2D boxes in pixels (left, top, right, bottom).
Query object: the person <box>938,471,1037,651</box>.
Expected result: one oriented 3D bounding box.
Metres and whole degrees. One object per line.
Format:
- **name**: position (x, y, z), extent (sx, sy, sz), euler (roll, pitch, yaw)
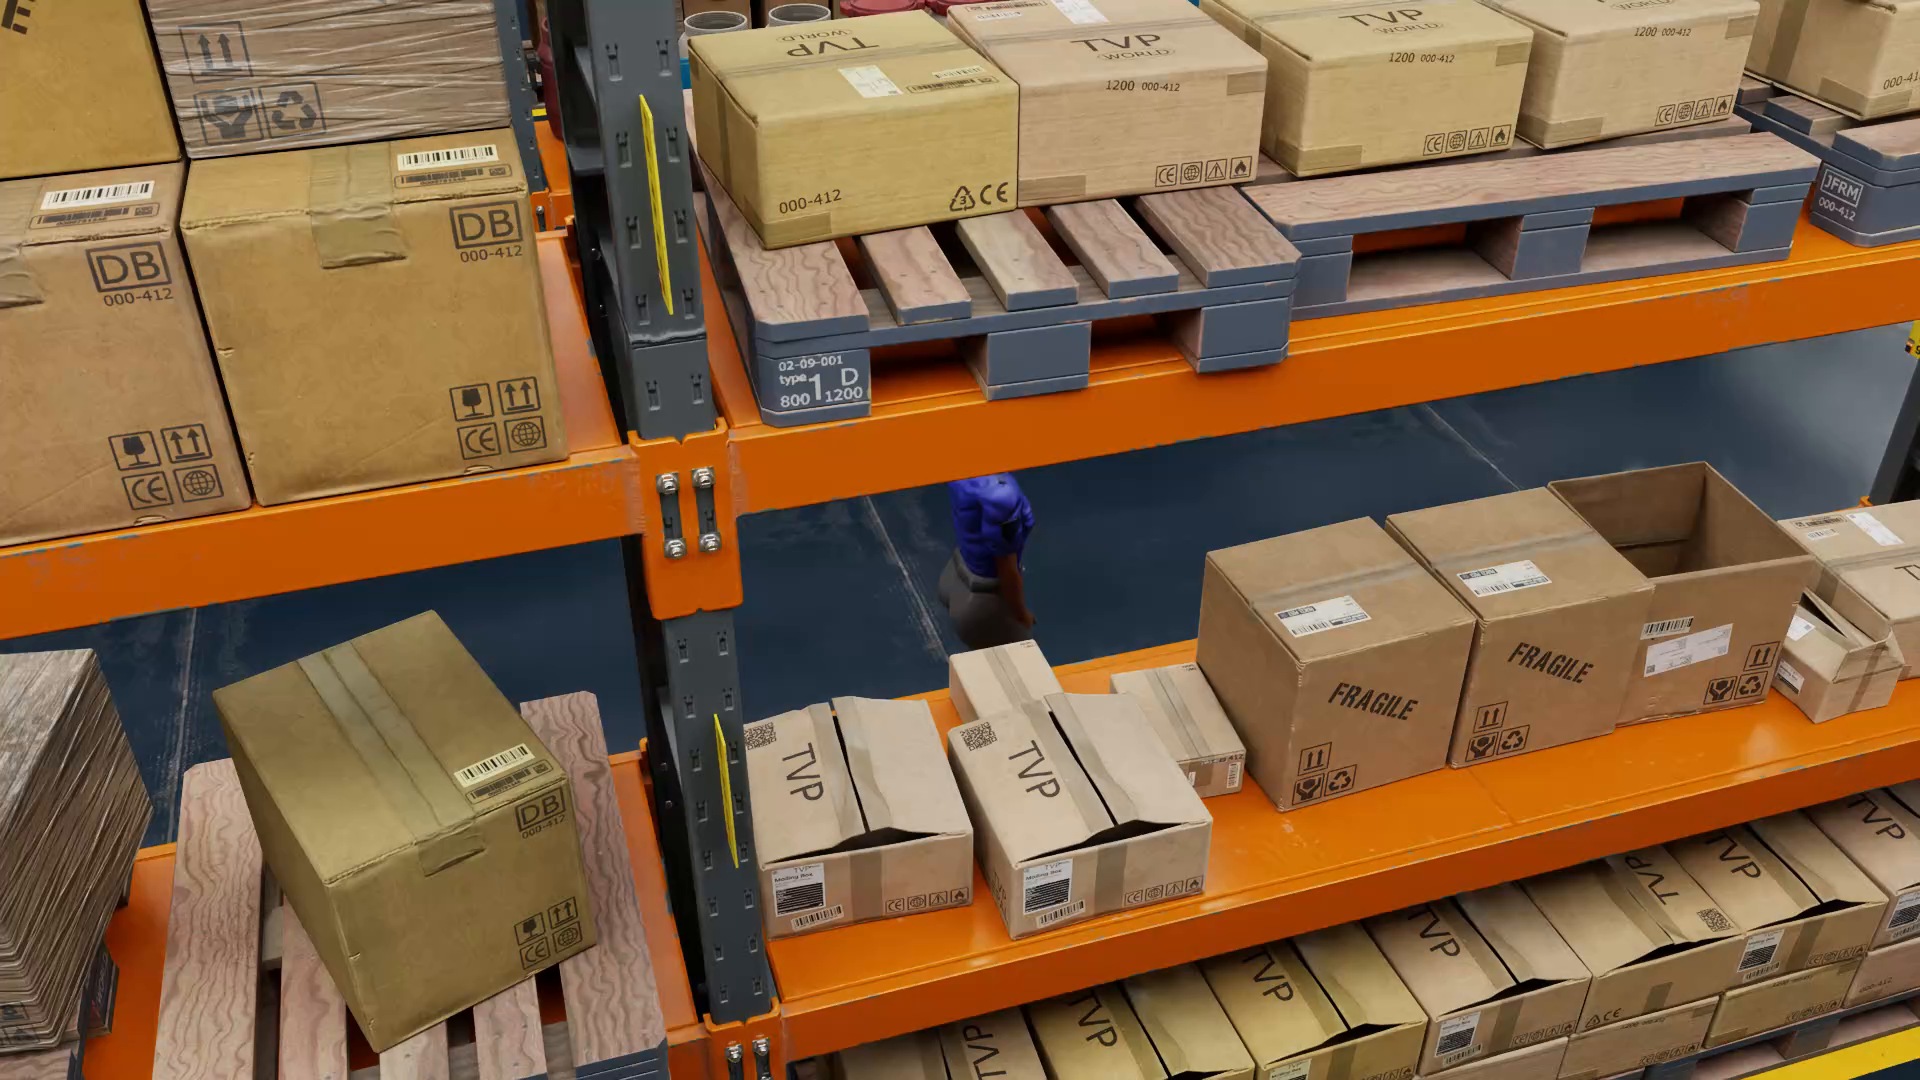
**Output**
- **person**: position (0.106, 0.195, 5.907), extent (0.361, 1.618, 0.454), euler (-9, 35, -13)
